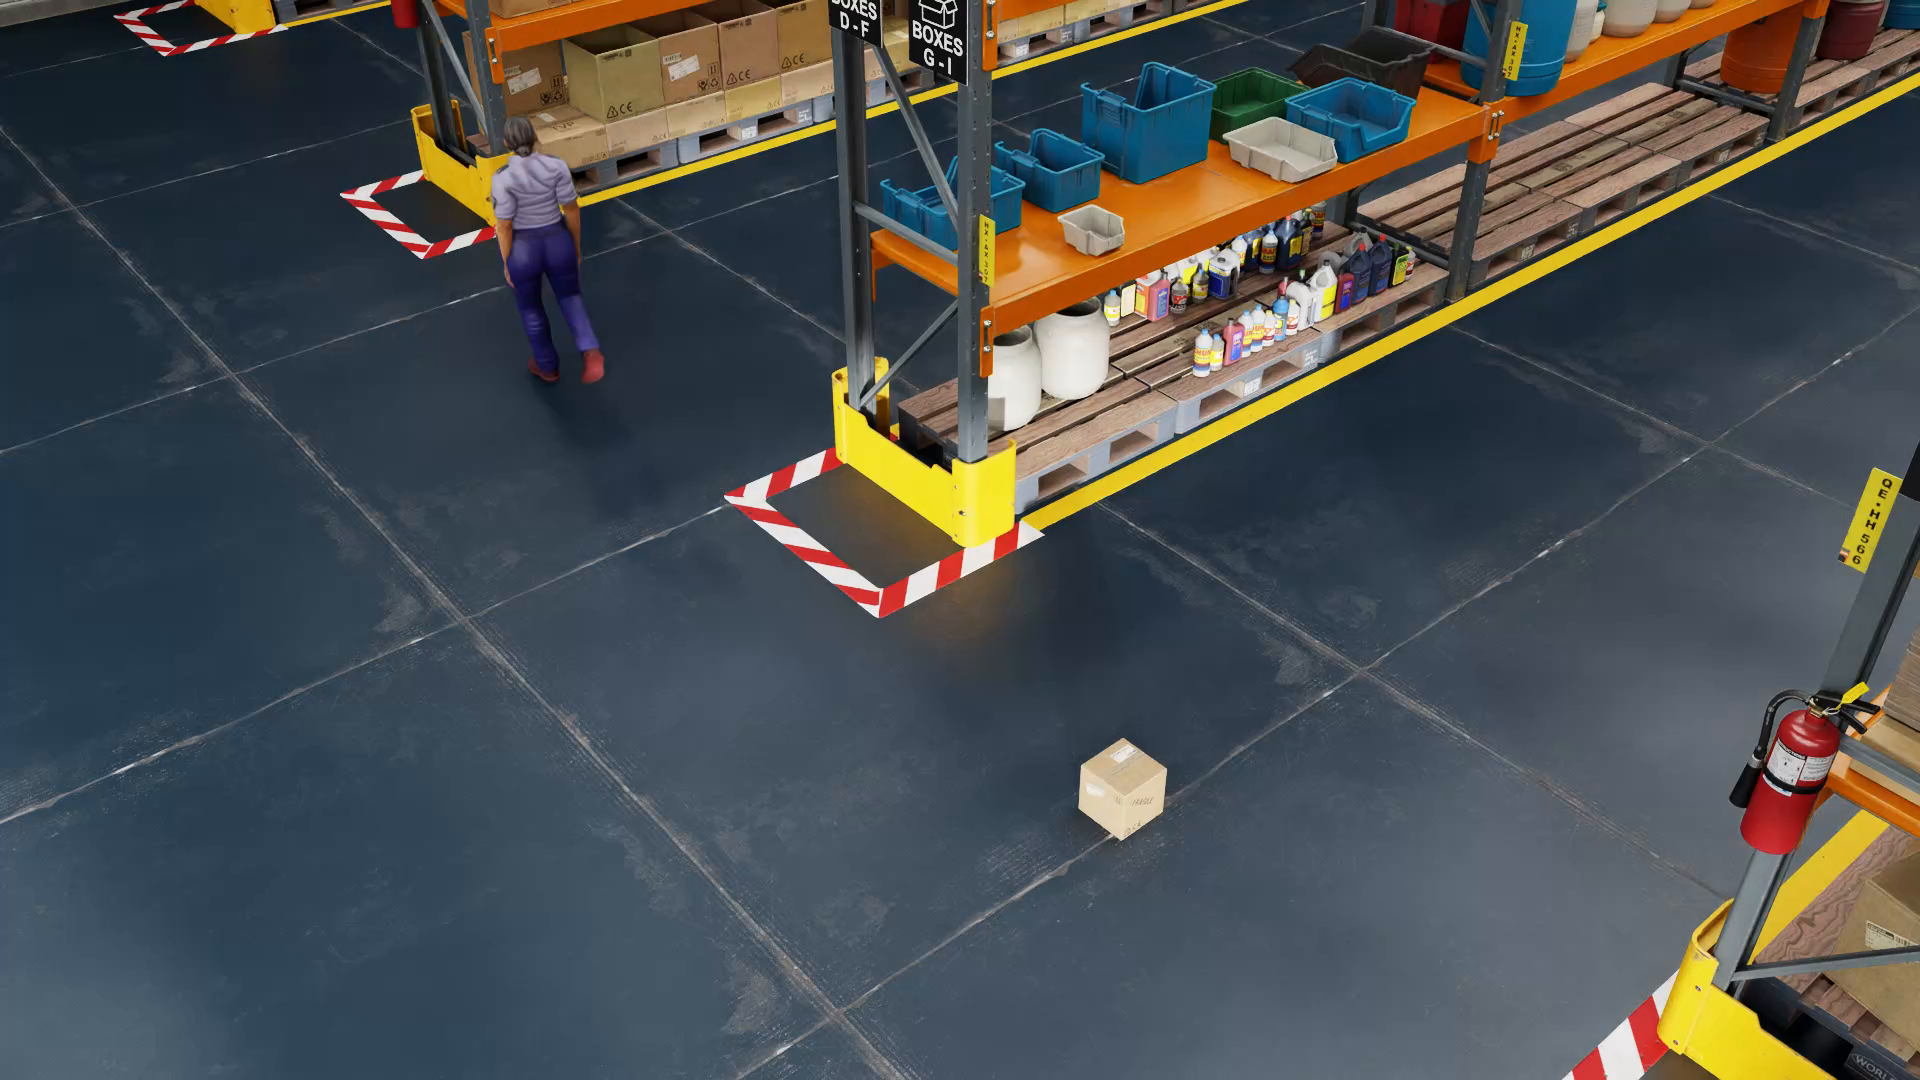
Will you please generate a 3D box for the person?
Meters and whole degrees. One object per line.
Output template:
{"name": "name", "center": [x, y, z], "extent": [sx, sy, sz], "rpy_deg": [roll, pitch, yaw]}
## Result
{"name": "person", "center": [-2.312, -1.577, 9.238], "extent": [0.476, 1.606, 0.614], "rpy_deg": [-20, 41, -25]}
